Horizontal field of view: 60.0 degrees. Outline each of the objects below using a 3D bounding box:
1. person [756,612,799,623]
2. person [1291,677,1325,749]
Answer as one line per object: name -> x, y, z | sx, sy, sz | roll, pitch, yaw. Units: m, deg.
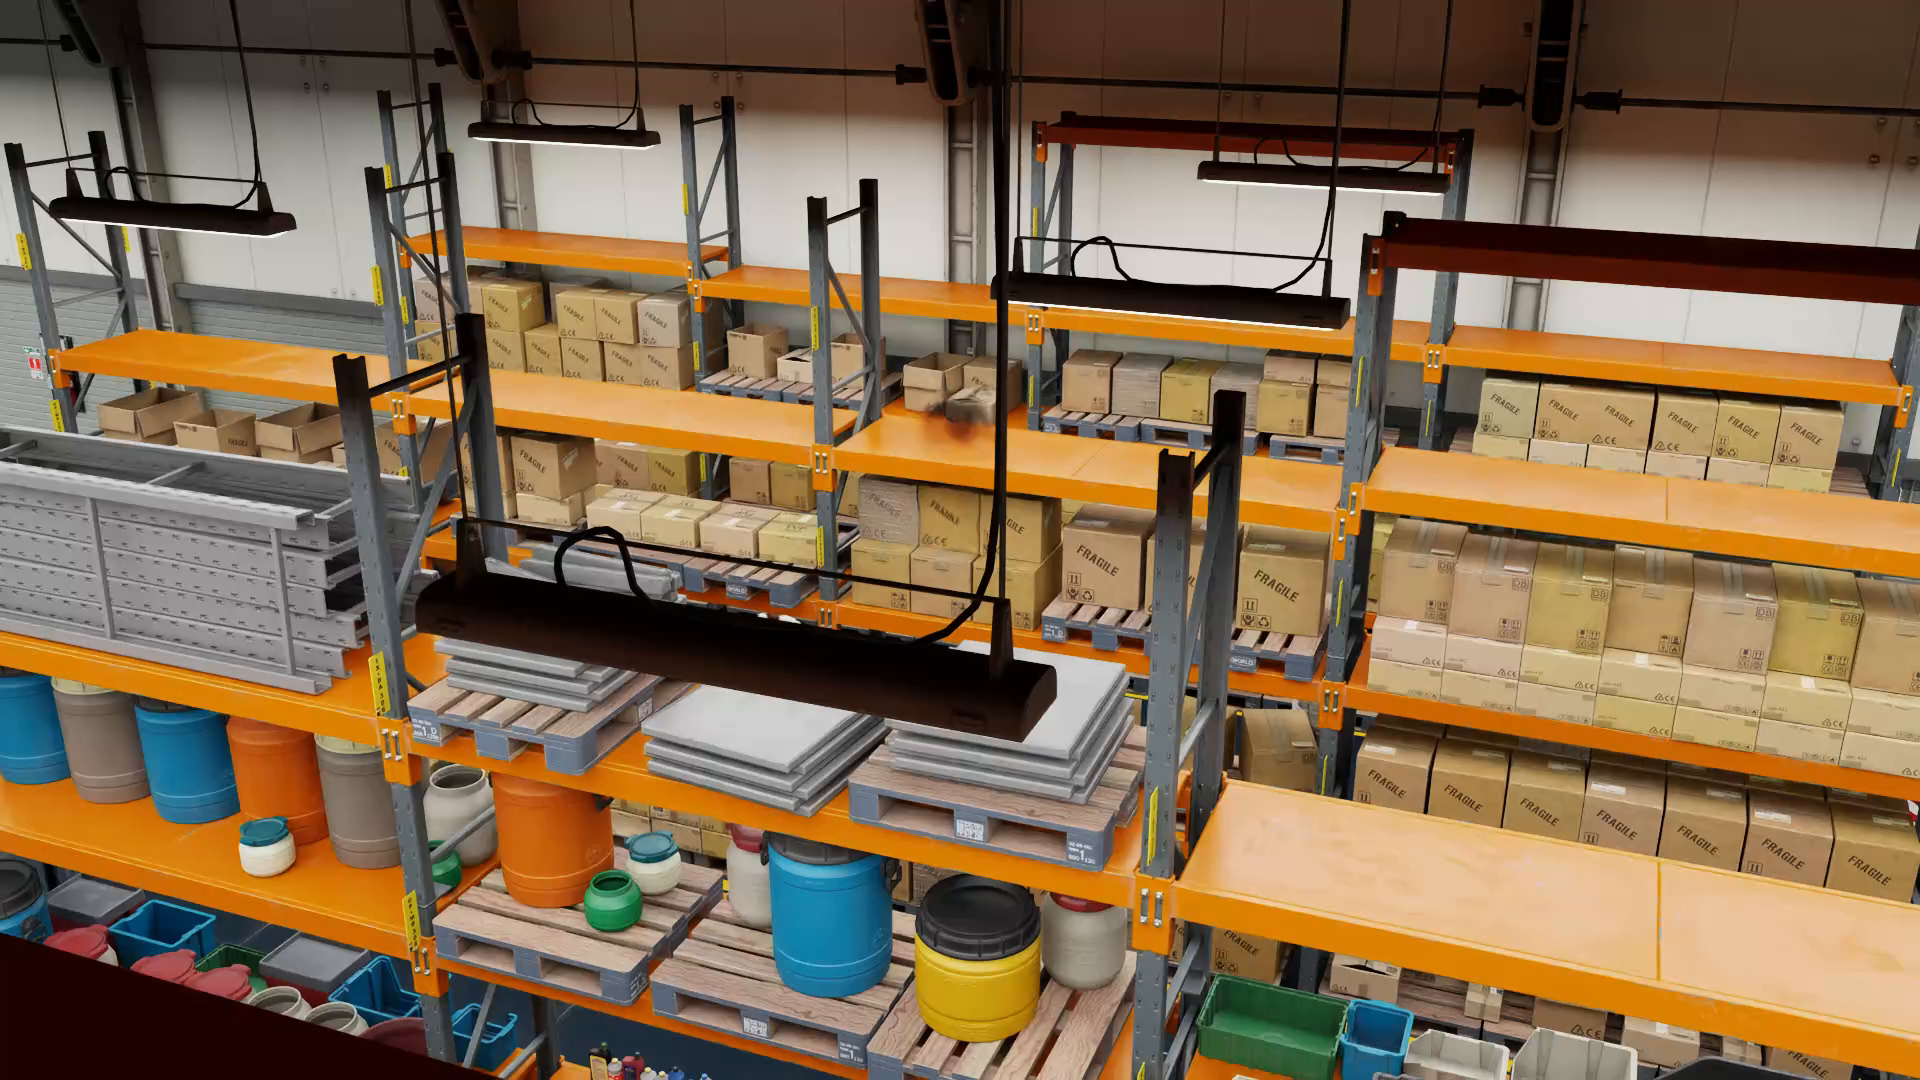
person -> -1.814, 1.401, 16.353 | 0.602, 1.691, 0.460 | 11, 24, 27
person -> 3.269, 1.739, 15.466 | 0.502, 1.688, 0.551 | 13, 24, 30
